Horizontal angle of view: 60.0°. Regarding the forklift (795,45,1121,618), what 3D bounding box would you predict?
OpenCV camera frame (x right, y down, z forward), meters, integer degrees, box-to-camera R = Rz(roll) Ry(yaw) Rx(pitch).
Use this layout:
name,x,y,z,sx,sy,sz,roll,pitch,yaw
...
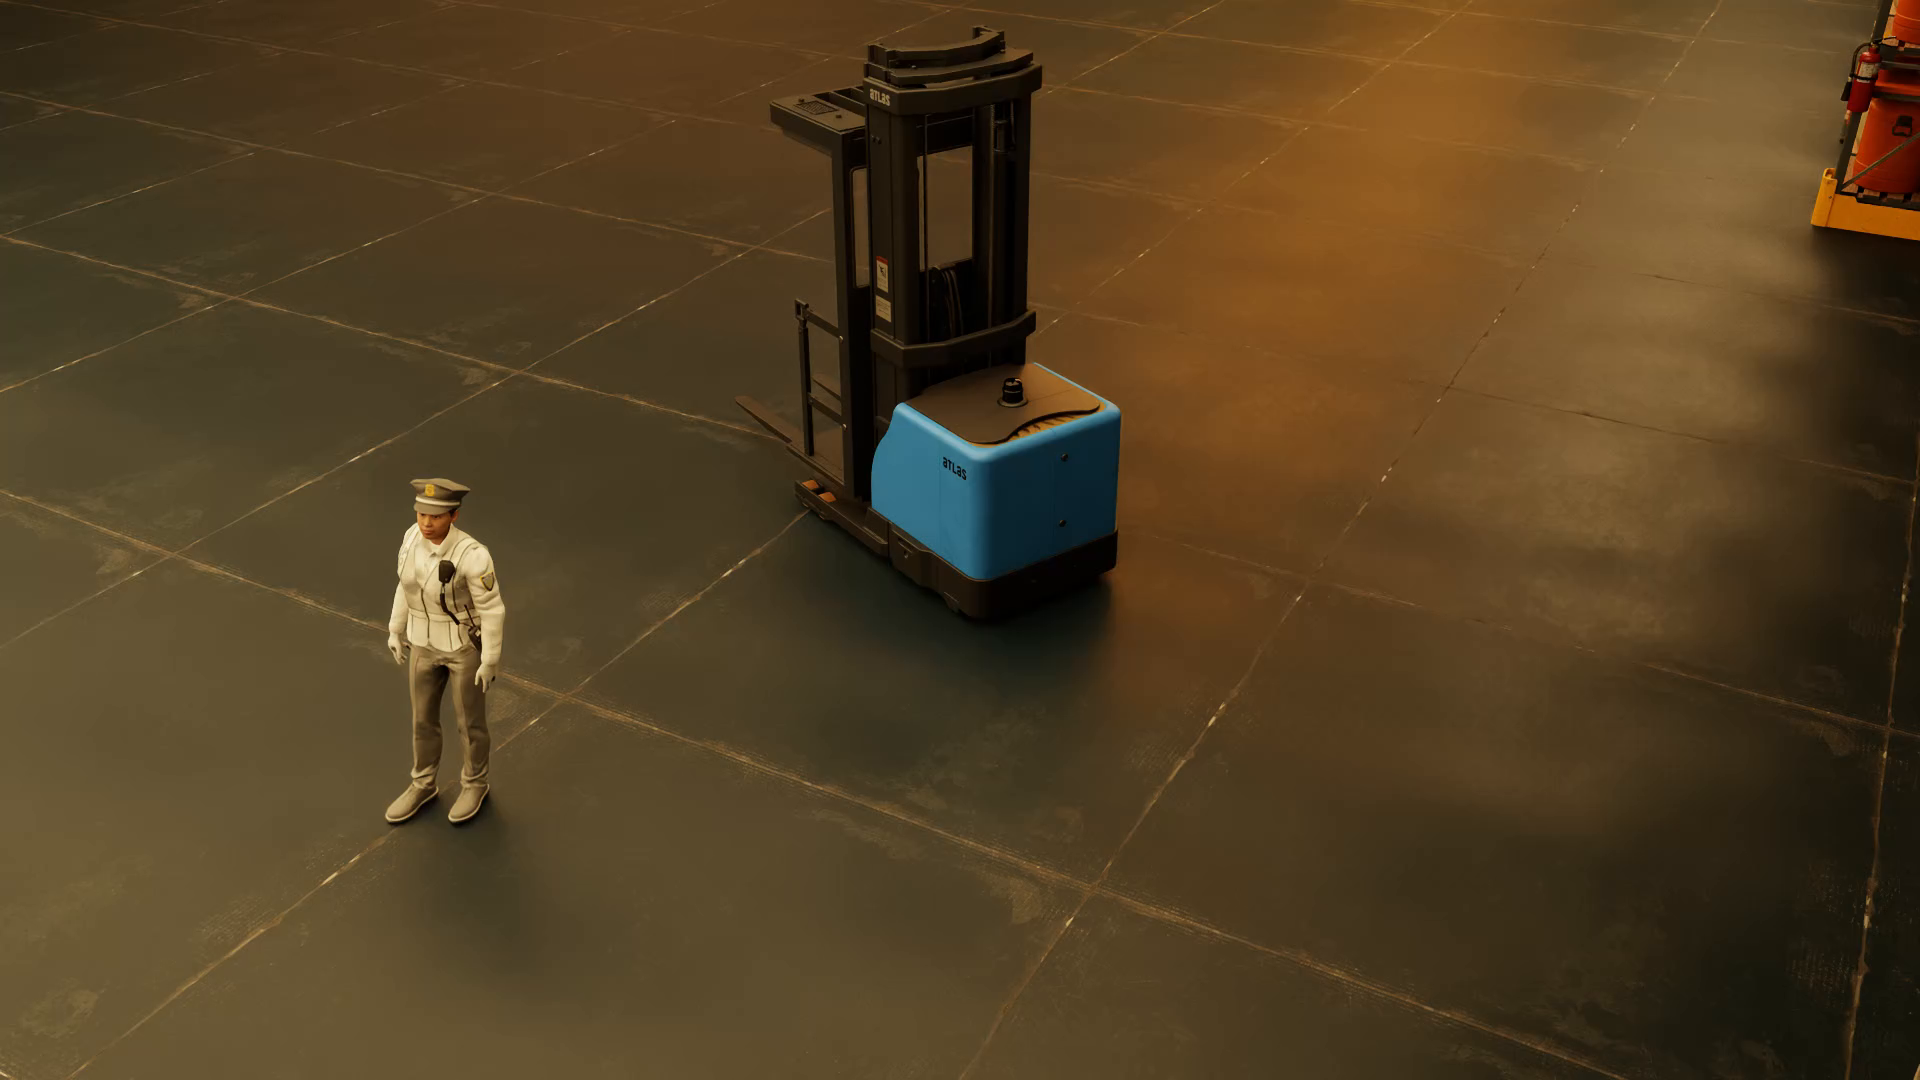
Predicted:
name,x,y,z,sx,sy,sz,roll,pitch,yaw
forklift,-0.046,-1.274,9.341,1.129,2.867,1.939,-20,35,-31

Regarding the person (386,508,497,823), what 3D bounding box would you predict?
name,x,y,z,sx,sy,sz,roll,pitch,yaw
person,-2.336,0.529,7.419,0.568,1.651,0.501,12,32,19
